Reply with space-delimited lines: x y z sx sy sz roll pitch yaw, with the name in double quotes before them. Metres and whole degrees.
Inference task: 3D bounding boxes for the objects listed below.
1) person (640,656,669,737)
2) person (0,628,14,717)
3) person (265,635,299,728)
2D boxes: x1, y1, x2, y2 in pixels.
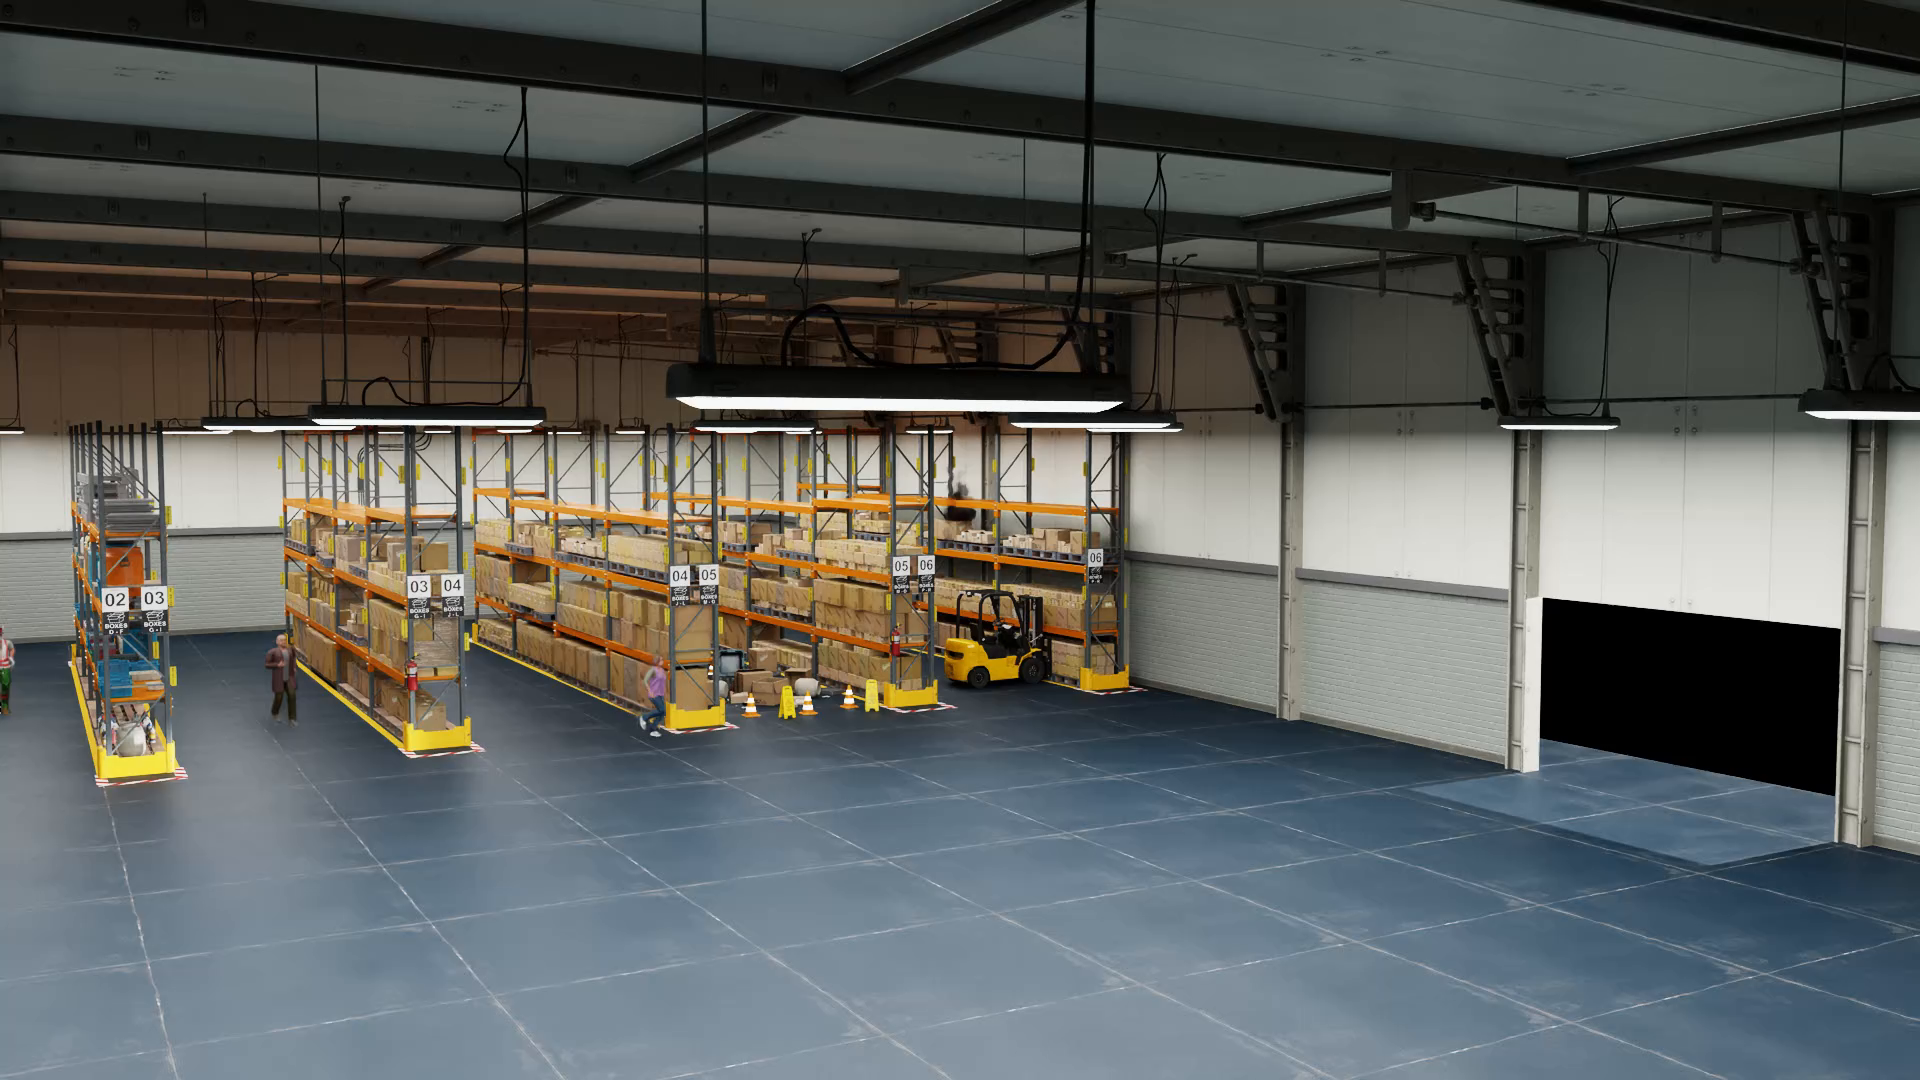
"person" -5.836 2.986 31.956 0.503 1.523 0.572 2 4 24
"person" -19.850 2.697 34.328 0.638 1.840 0.775 -3 4 -35
"person" -13.396 2.772 32.893 0.698 1.804 0.981 -3 5 -42
